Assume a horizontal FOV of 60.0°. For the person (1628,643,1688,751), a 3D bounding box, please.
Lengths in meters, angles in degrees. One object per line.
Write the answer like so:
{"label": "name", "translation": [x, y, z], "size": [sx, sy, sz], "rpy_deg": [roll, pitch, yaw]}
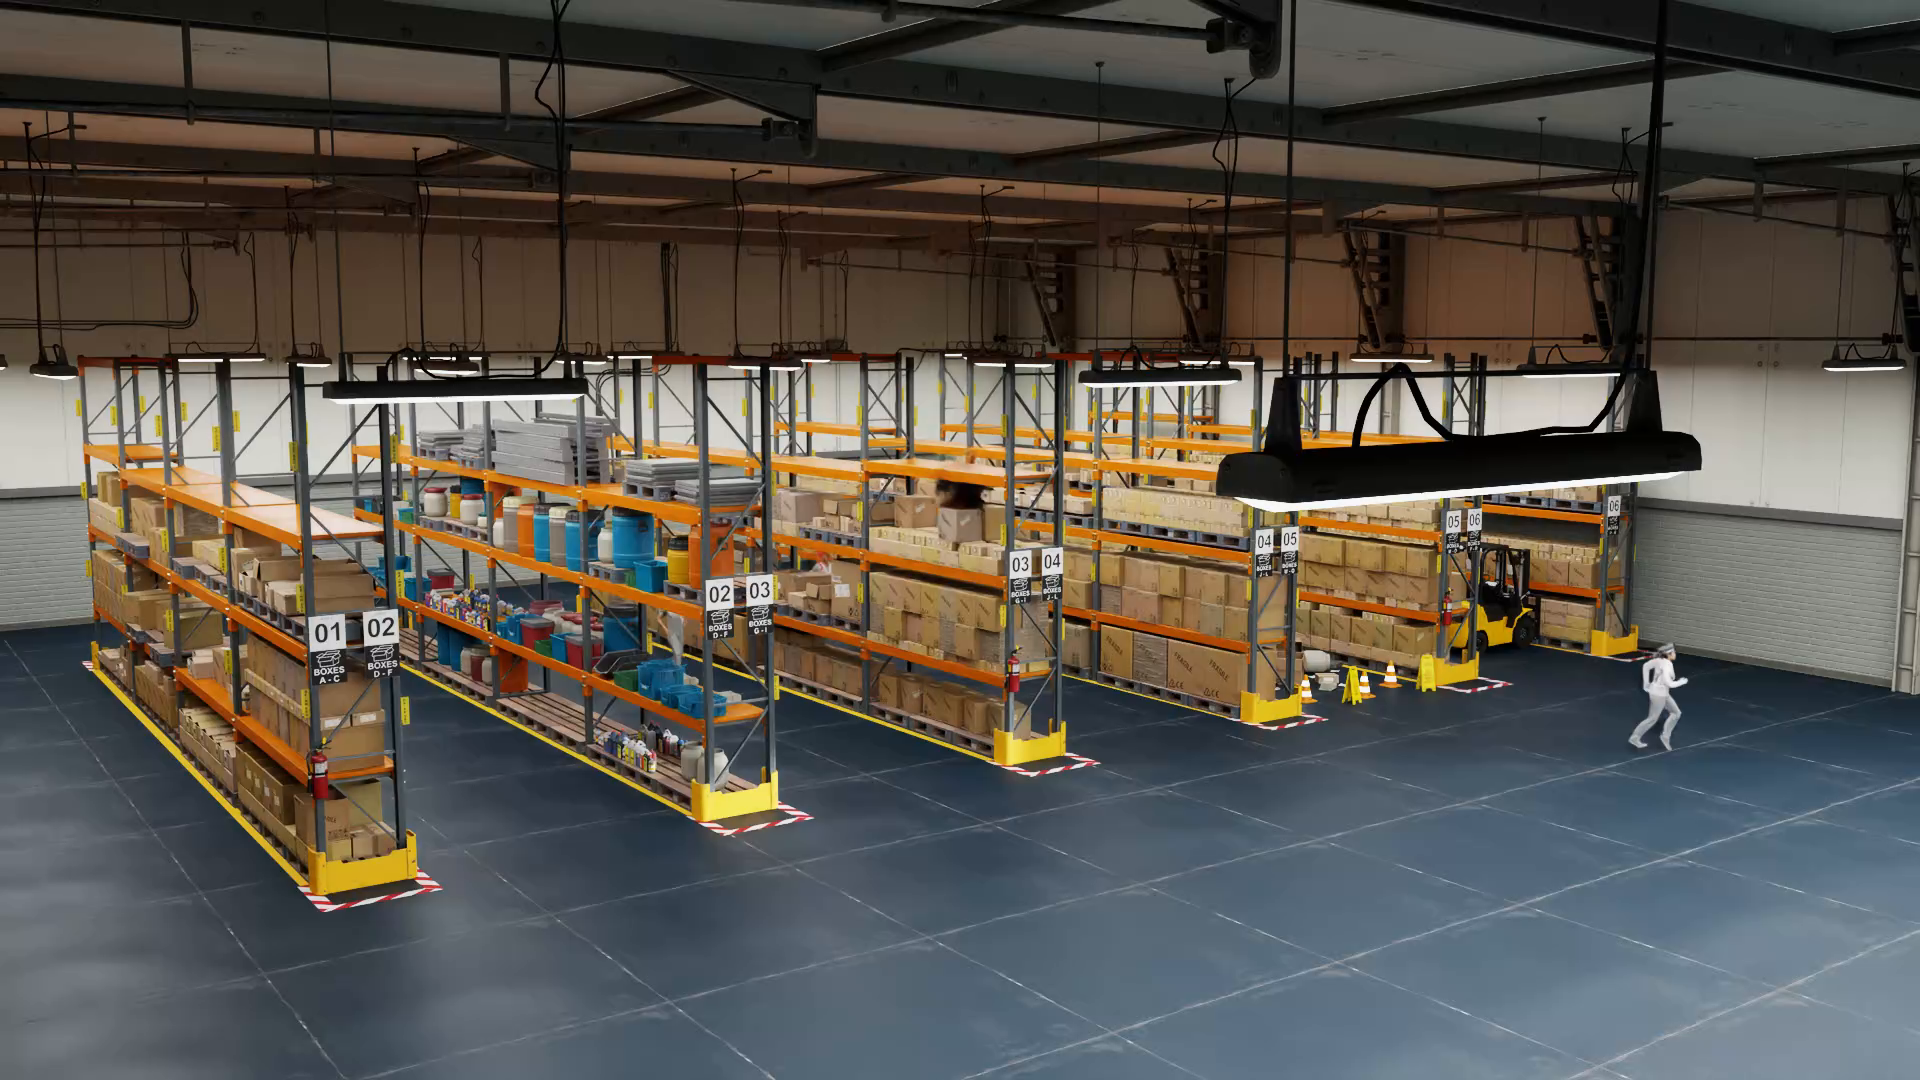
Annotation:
{"label": "person", "translation": [10.716, 2.409, 25.521], "size": [0.801, 1.695, 0.640], "rpy_deg": [2, 7, 13]}

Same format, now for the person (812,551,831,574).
{"label": "person", "translation": [-2.903, 1.086, 35.988], "size": [0.669, 1.779, 1.006], "rpy_deg": [-4, 8, -31]}

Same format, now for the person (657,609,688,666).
{"label": "person", "translation": [-5.304, 1.772, 30.850], "size": [0.570, 1.672, 0.805], "rpy_deg": [-5, 9, -36]}
